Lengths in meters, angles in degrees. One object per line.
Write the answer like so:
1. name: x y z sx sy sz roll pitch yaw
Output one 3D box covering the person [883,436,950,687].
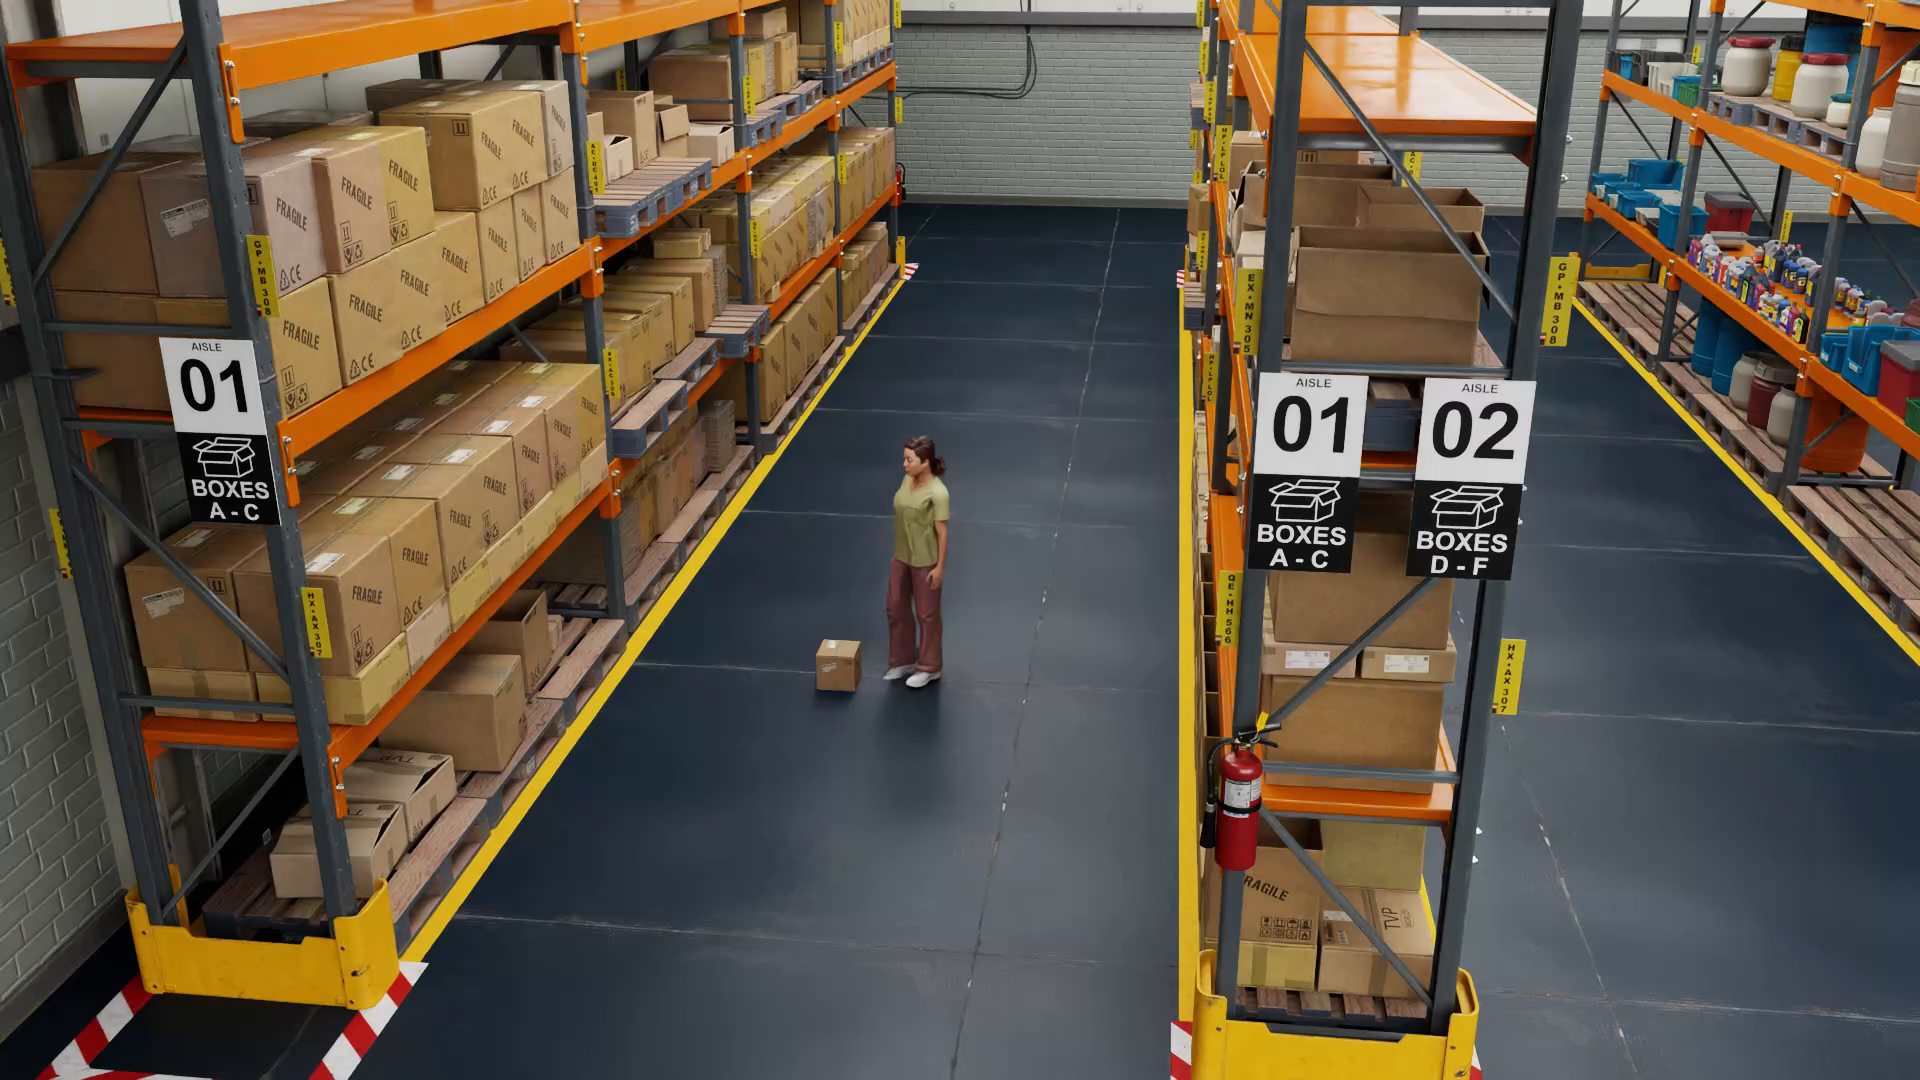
1. person: -0.273 0.171 10.714 0.417 1.748 0.458 -17 27 -36
